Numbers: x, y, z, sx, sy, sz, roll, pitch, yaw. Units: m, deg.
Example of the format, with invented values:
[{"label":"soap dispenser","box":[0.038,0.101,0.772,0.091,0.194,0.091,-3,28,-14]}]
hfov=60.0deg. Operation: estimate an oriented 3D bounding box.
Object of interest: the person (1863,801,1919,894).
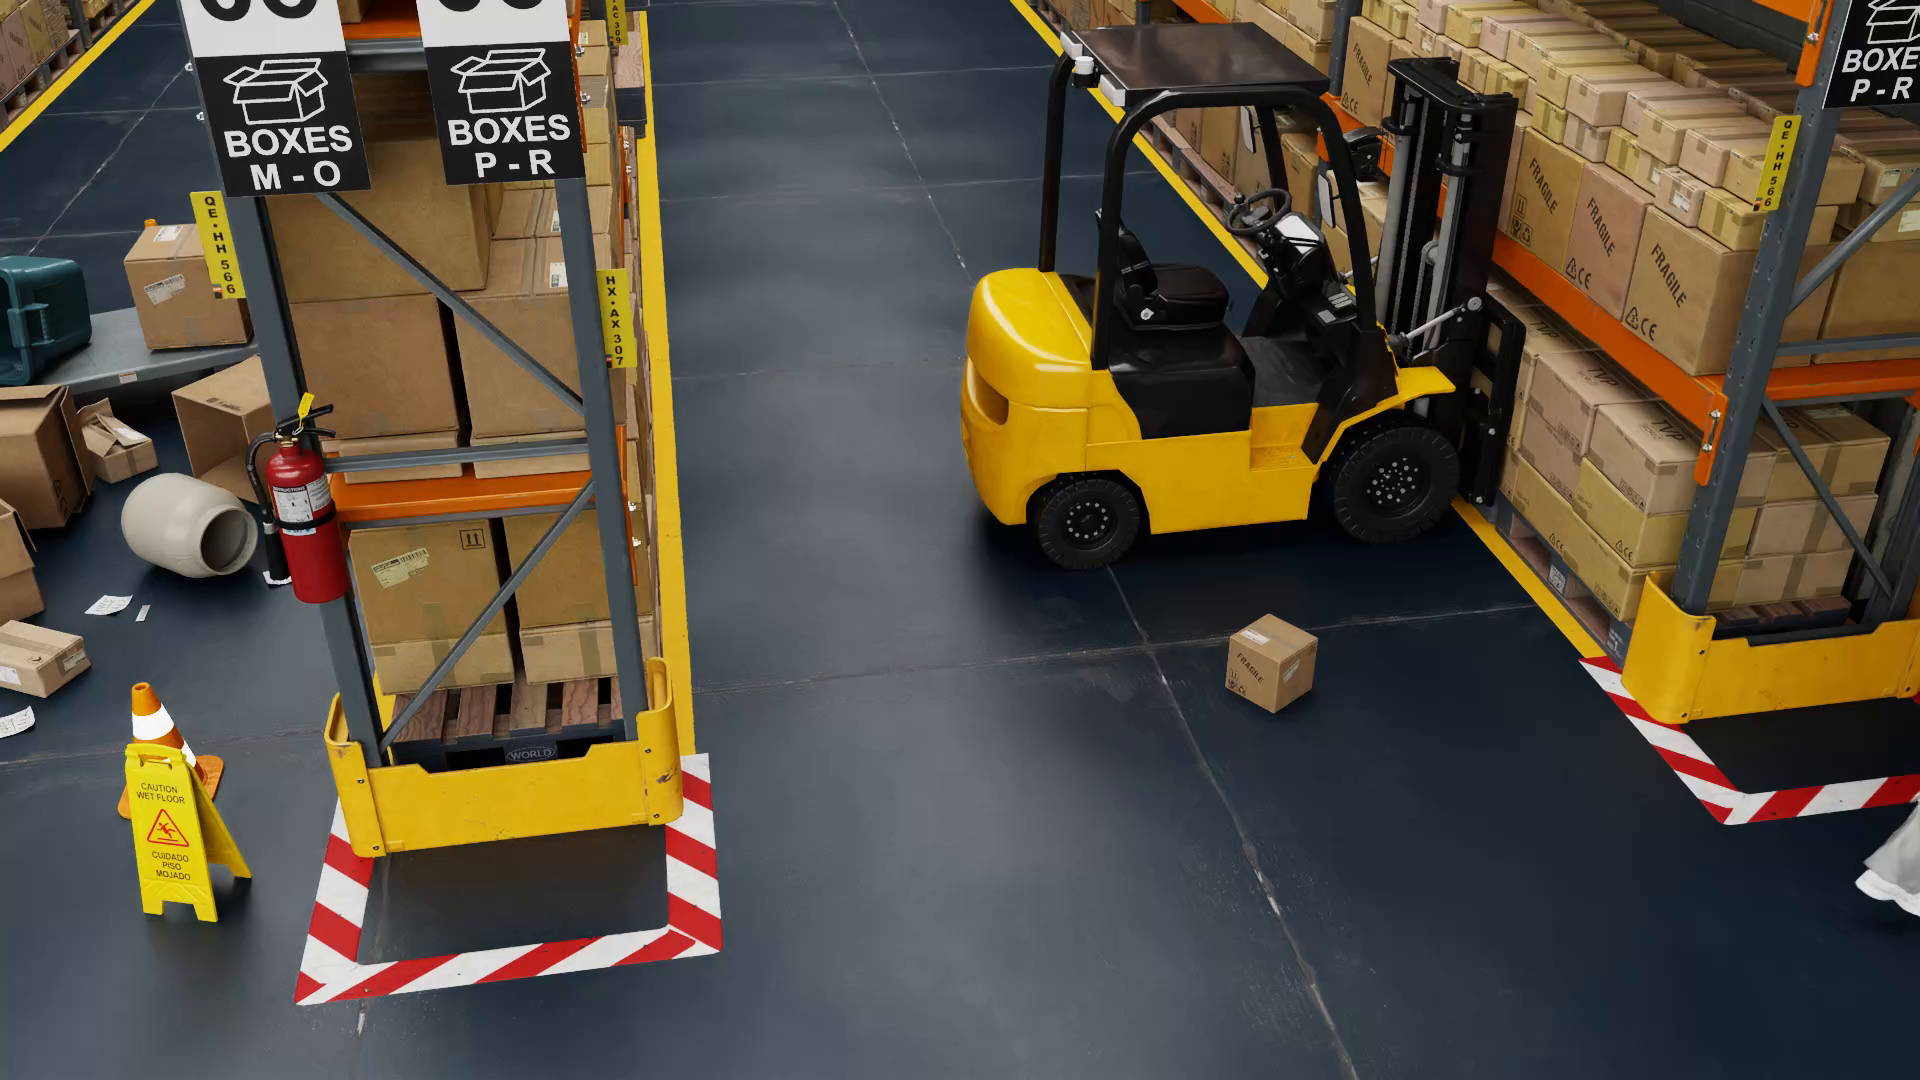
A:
[{"label":"person","box":[3.480,0.483,5.301,0.924,1.539,0.468,-6,31,-9]}]
